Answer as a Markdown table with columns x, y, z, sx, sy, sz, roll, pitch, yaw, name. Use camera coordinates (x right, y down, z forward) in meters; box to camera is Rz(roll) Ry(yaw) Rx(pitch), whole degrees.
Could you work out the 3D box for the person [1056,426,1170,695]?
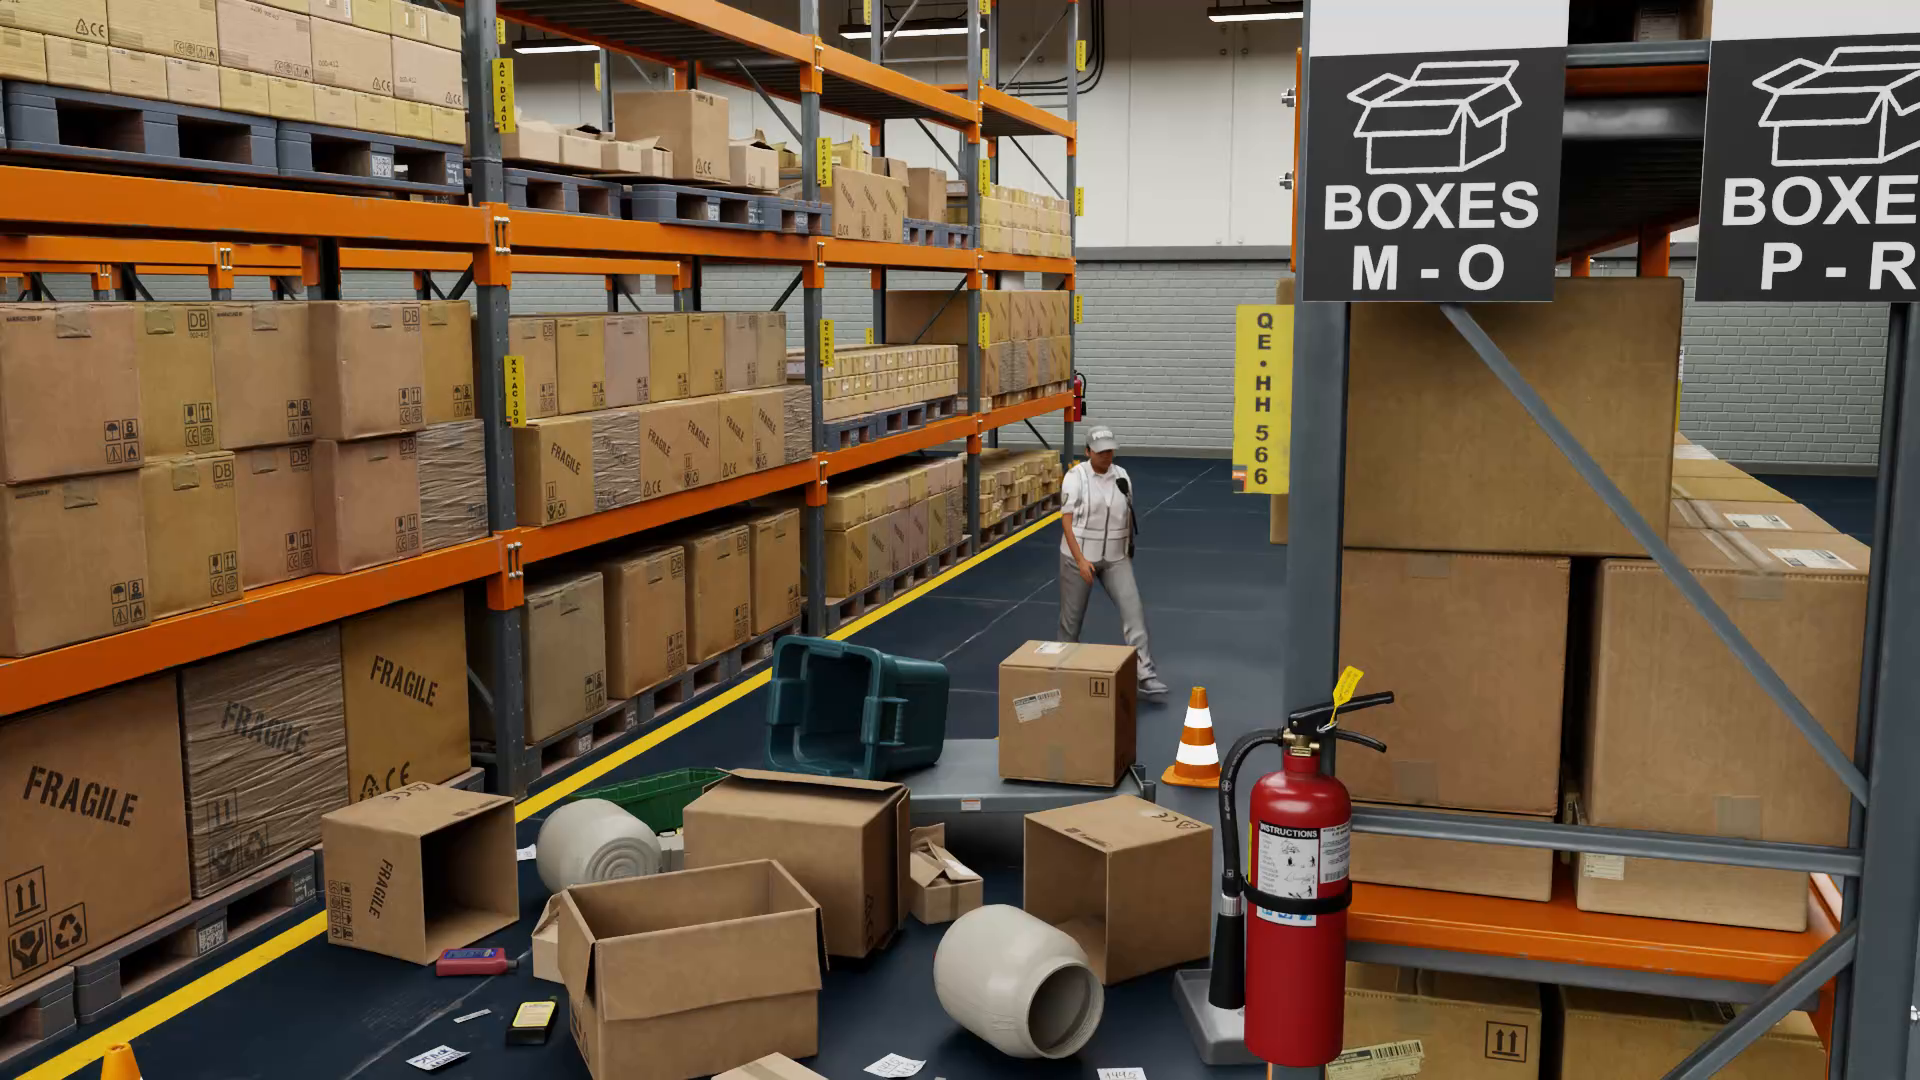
| x | y | z | sx | sy | sz | roll | pitch | yaw | name |
| --- | --- | --- | --- | --- | --- | --- | --- | --- | --- |
| 0.888 | 0.113 | 10.087 | 0.556 | 1.611 | 0.941 | -2 | 9 | -11 | person |
